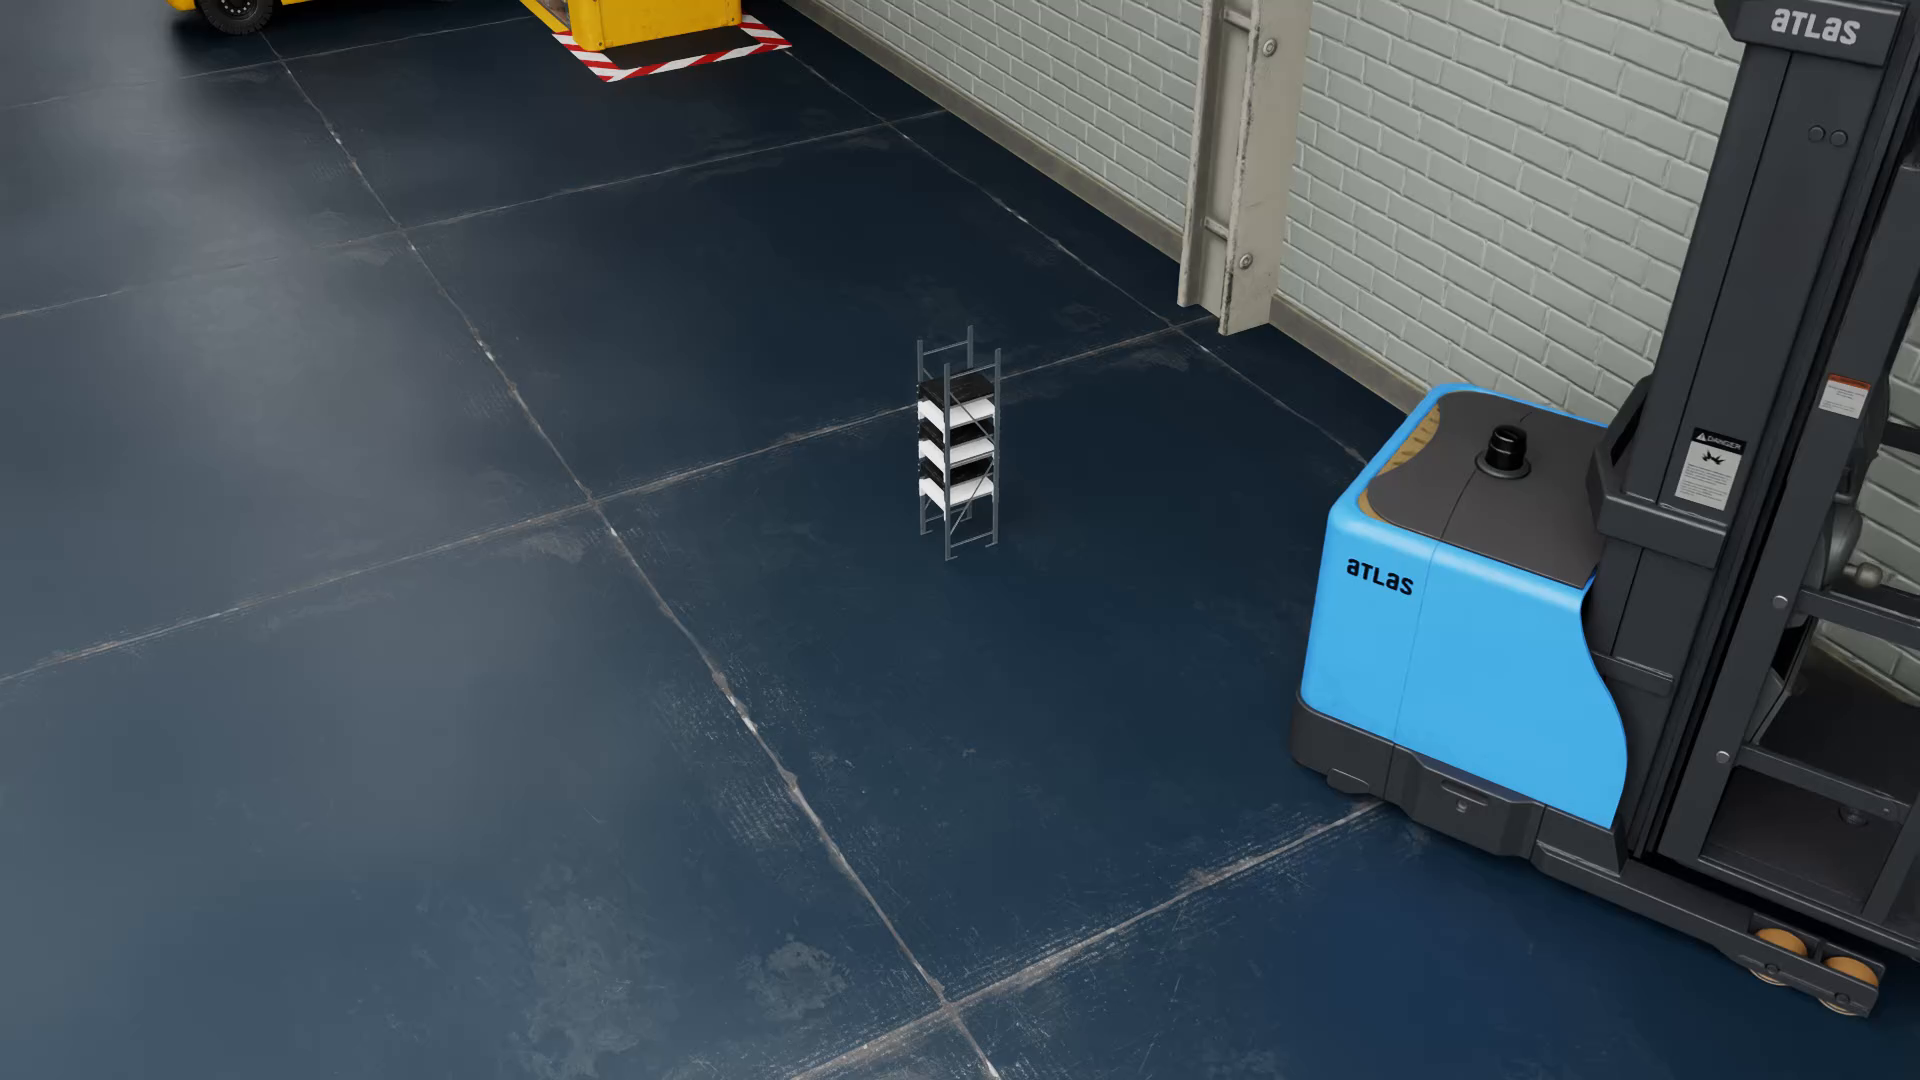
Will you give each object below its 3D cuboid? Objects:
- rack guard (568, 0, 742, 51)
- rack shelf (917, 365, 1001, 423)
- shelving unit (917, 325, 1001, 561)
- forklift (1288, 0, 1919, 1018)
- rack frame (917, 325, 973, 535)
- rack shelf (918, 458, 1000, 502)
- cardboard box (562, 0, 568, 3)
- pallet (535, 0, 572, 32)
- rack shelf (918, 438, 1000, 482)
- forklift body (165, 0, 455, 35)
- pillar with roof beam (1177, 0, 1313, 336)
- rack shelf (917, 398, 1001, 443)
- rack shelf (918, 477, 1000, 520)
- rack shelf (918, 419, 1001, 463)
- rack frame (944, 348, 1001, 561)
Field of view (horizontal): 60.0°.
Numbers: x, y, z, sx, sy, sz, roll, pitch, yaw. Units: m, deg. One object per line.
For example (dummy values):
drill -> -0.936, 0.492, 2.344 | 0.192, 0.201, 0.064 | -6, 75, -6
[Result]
rack guard -> -2.108, -3.769, 11.487 | 1.175, 0.500, 0.348 | -19, 40, -24
rack shelf -> -0.004, -0.559, 6.351 | 0.258, 0.077, 0.200 | -19, 40, -24
shelving unit -> -0.004, -0.368, 6.490 | 0.258, 0.900, 0.210 | -19, 40, -24
forklift -> 2.625, -0.159, 4.483 | 3.031, 2.935, 1.130 | 22, 41, 27
rack frame -> -0.055, -0.419, 6.561 | 0.240, 0.900, 0.006 | -19, 40, -24
rack shelf -> -0.004, -0.268, 6.563 | 0.258, 0.077, 0.200 | -19, 40, -24
cardboard box -> -2.629, -3.996, 11.653 | 0.500, 0.250, 0.500 | -19, 40, -24
pallet -> -2.541, -4.042, 12.106 | 1.003, 0.211, 1.213 | -19, 40, -24
rack shelf -> -0.004, -0.341, 6.510 | 0.258, 0.077, 0.200 | -19, 40, -24
forklift body -> -4.650, -4.875, 11.601 | 2.313, 2.155, 1.214 | -19, 40, -24
pillar with roof beam -> -2.399, -3.500, 3.913 | 9.100, 9.000, 0.400 | -19, 40, -24
rack shelf -> -0.004, -0.486, 6.404 | 0.258, 0.077, 0.200 | -19, 40, -24
rack shelf -> -0.004, -0.195, 6.616 | 0.258, 0.077, 0.200 | -19, 40, -24
rack shelf -> -0.004, -0.413, 6.457 | 0.258, 0.077, 0.200 | -19, 40, -24
rack frame -> 0.047, -0.316, 6.419 | 0.240, 0.900, 0.006 | -19, 40, -24
